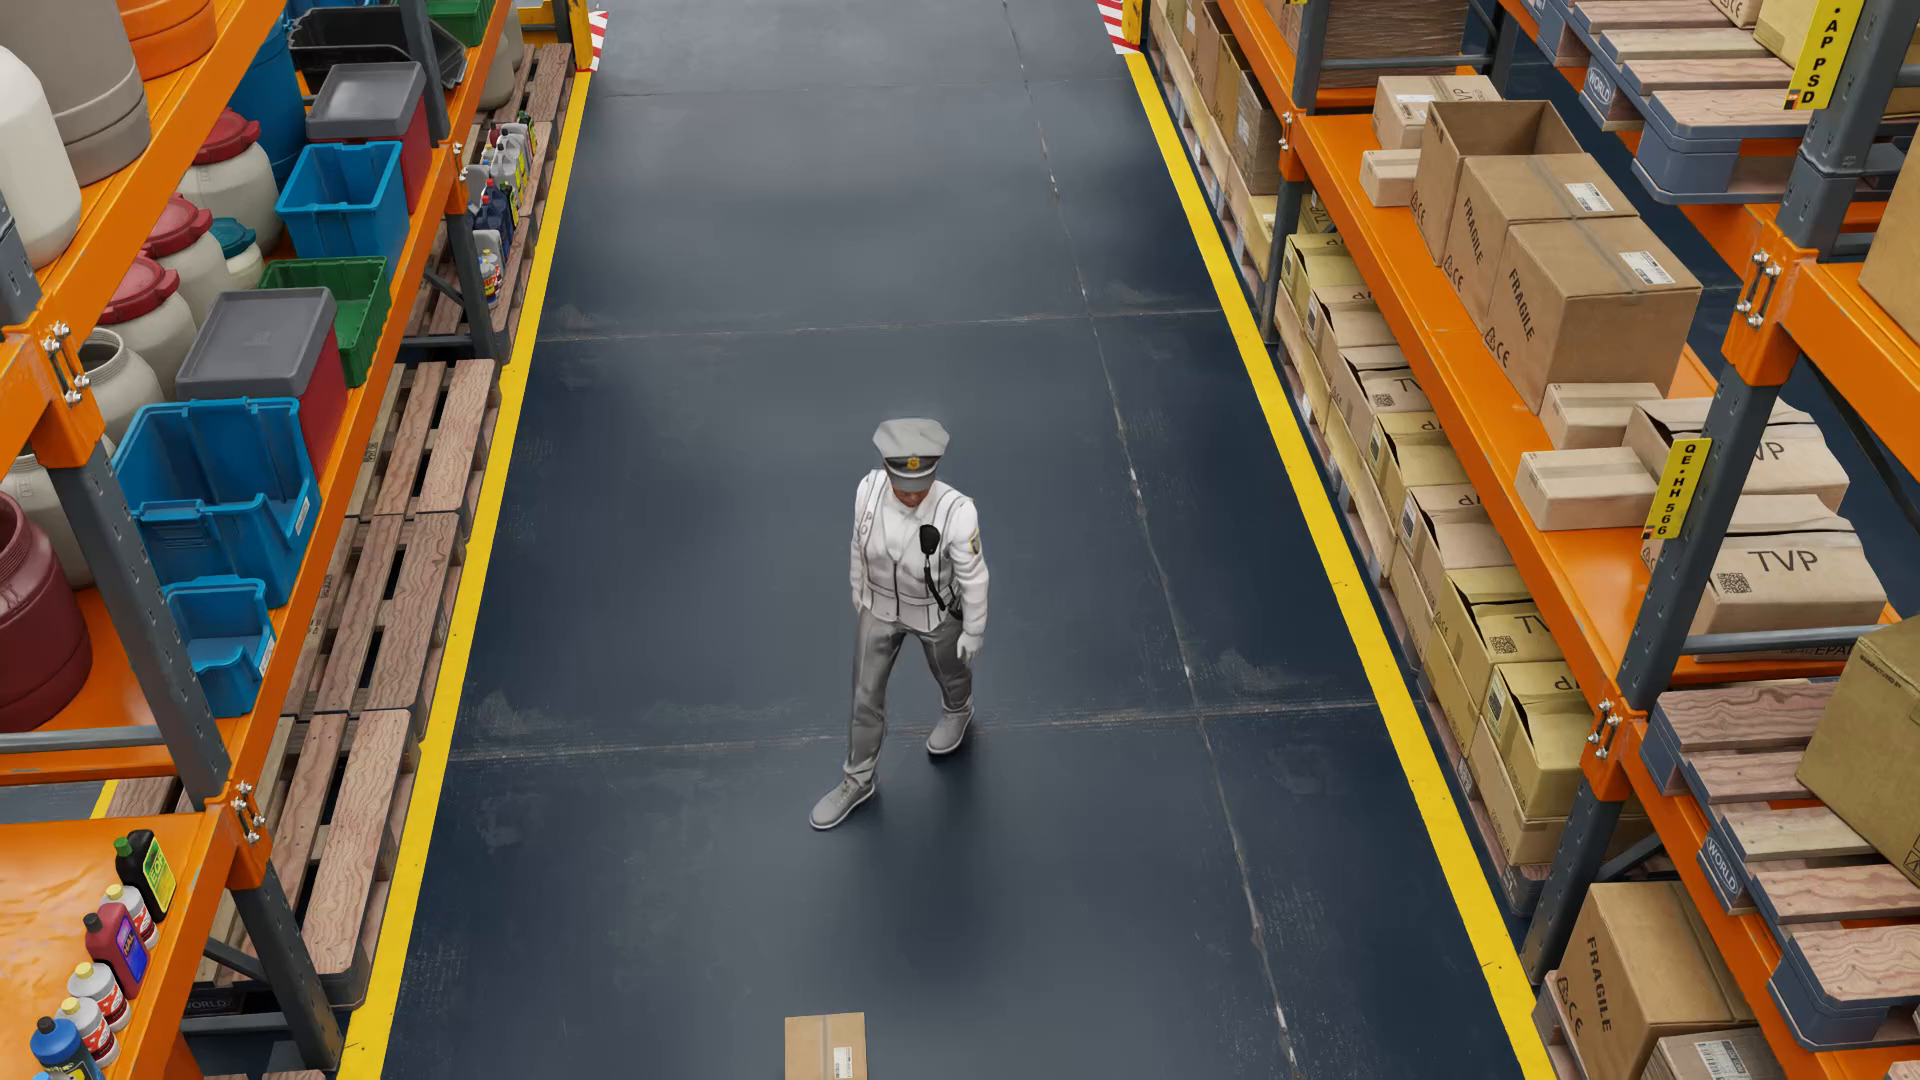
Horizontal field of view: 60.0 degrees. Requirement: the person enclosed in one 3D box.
[{"bbox_3d":[-0.177,0.261,5.832,0.567,1.647,0.766,13,41,15],"label":"person"}]
